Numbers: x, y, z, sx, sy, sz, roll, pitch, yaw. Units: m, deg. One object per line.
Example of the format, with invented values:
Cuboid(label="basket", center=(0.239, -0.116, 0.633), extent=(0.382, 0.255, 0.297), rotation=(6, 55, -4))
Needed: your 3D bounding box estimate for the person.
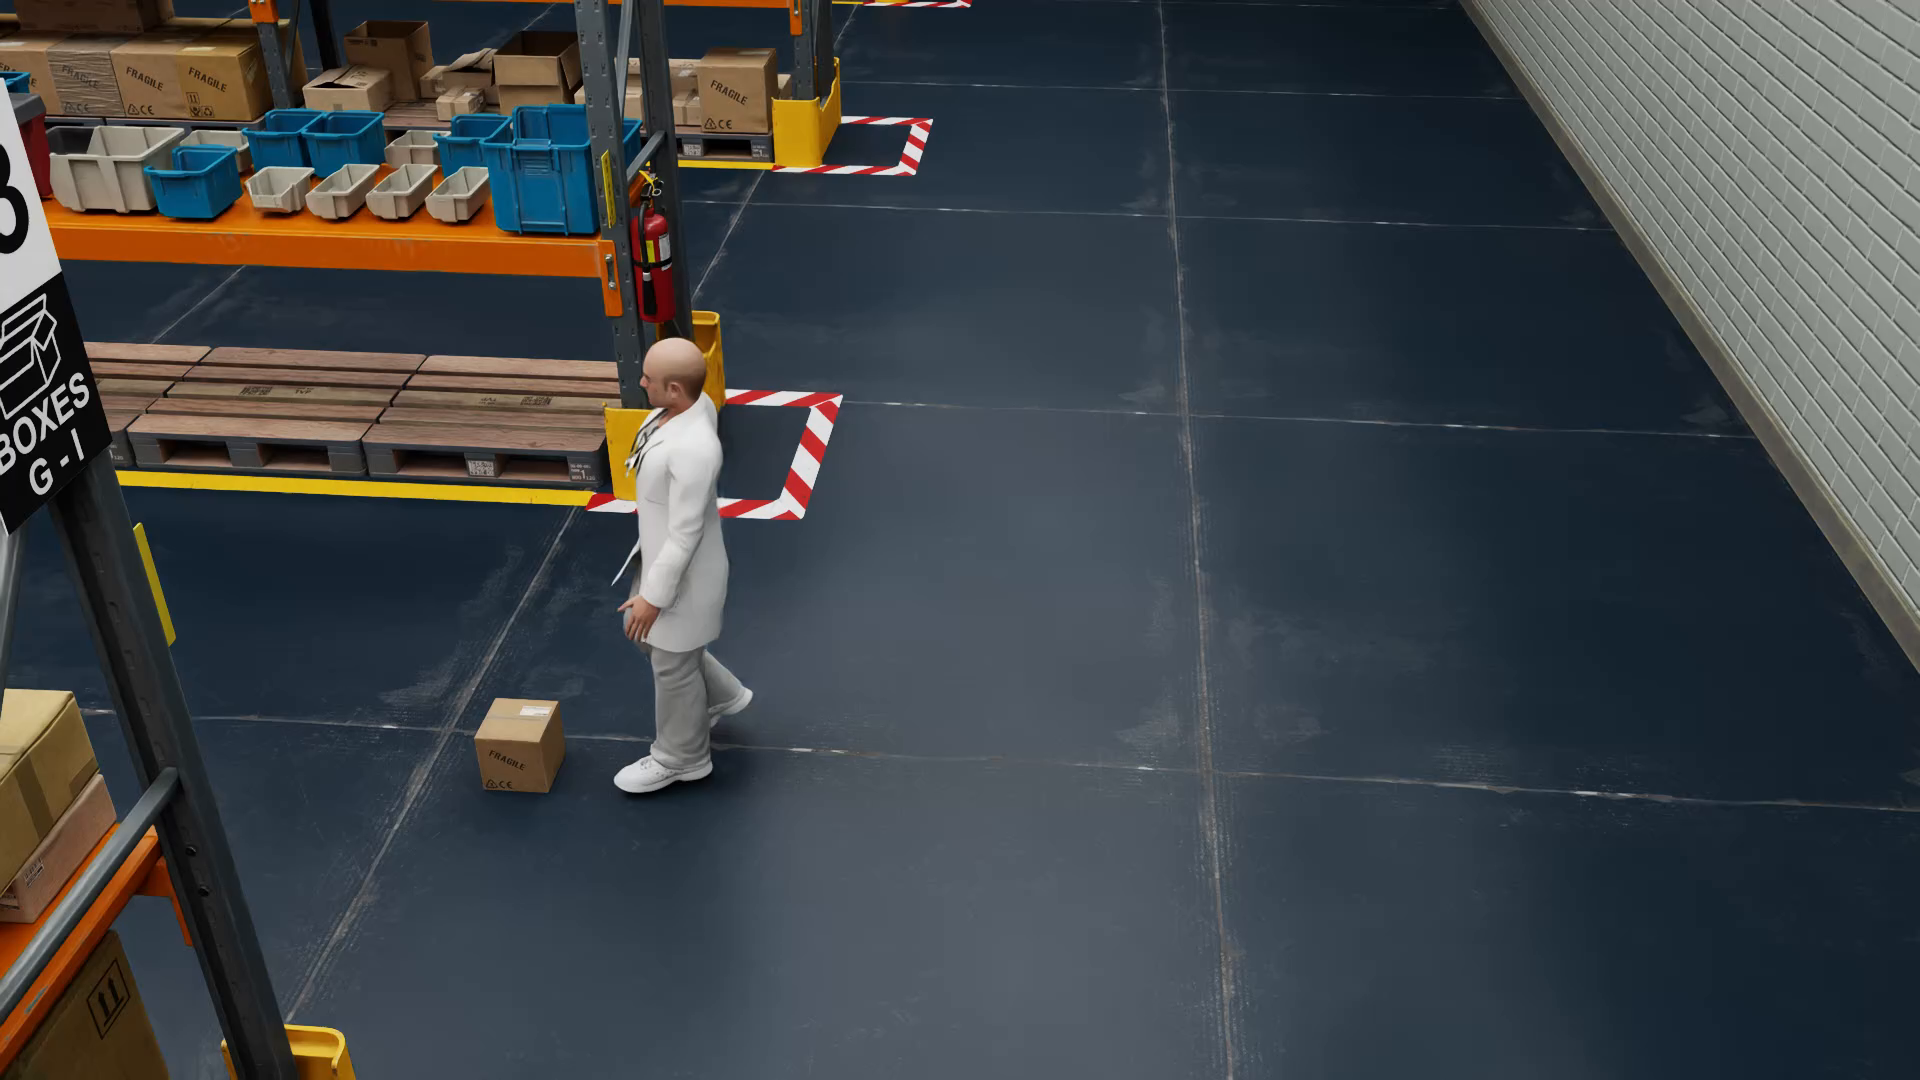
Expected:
Cuboid(label="person", center=(-1.050, 0.106, 5.948), extent=(0.563, 1.786, 0.618), rotation=(-7, 32, -12))
